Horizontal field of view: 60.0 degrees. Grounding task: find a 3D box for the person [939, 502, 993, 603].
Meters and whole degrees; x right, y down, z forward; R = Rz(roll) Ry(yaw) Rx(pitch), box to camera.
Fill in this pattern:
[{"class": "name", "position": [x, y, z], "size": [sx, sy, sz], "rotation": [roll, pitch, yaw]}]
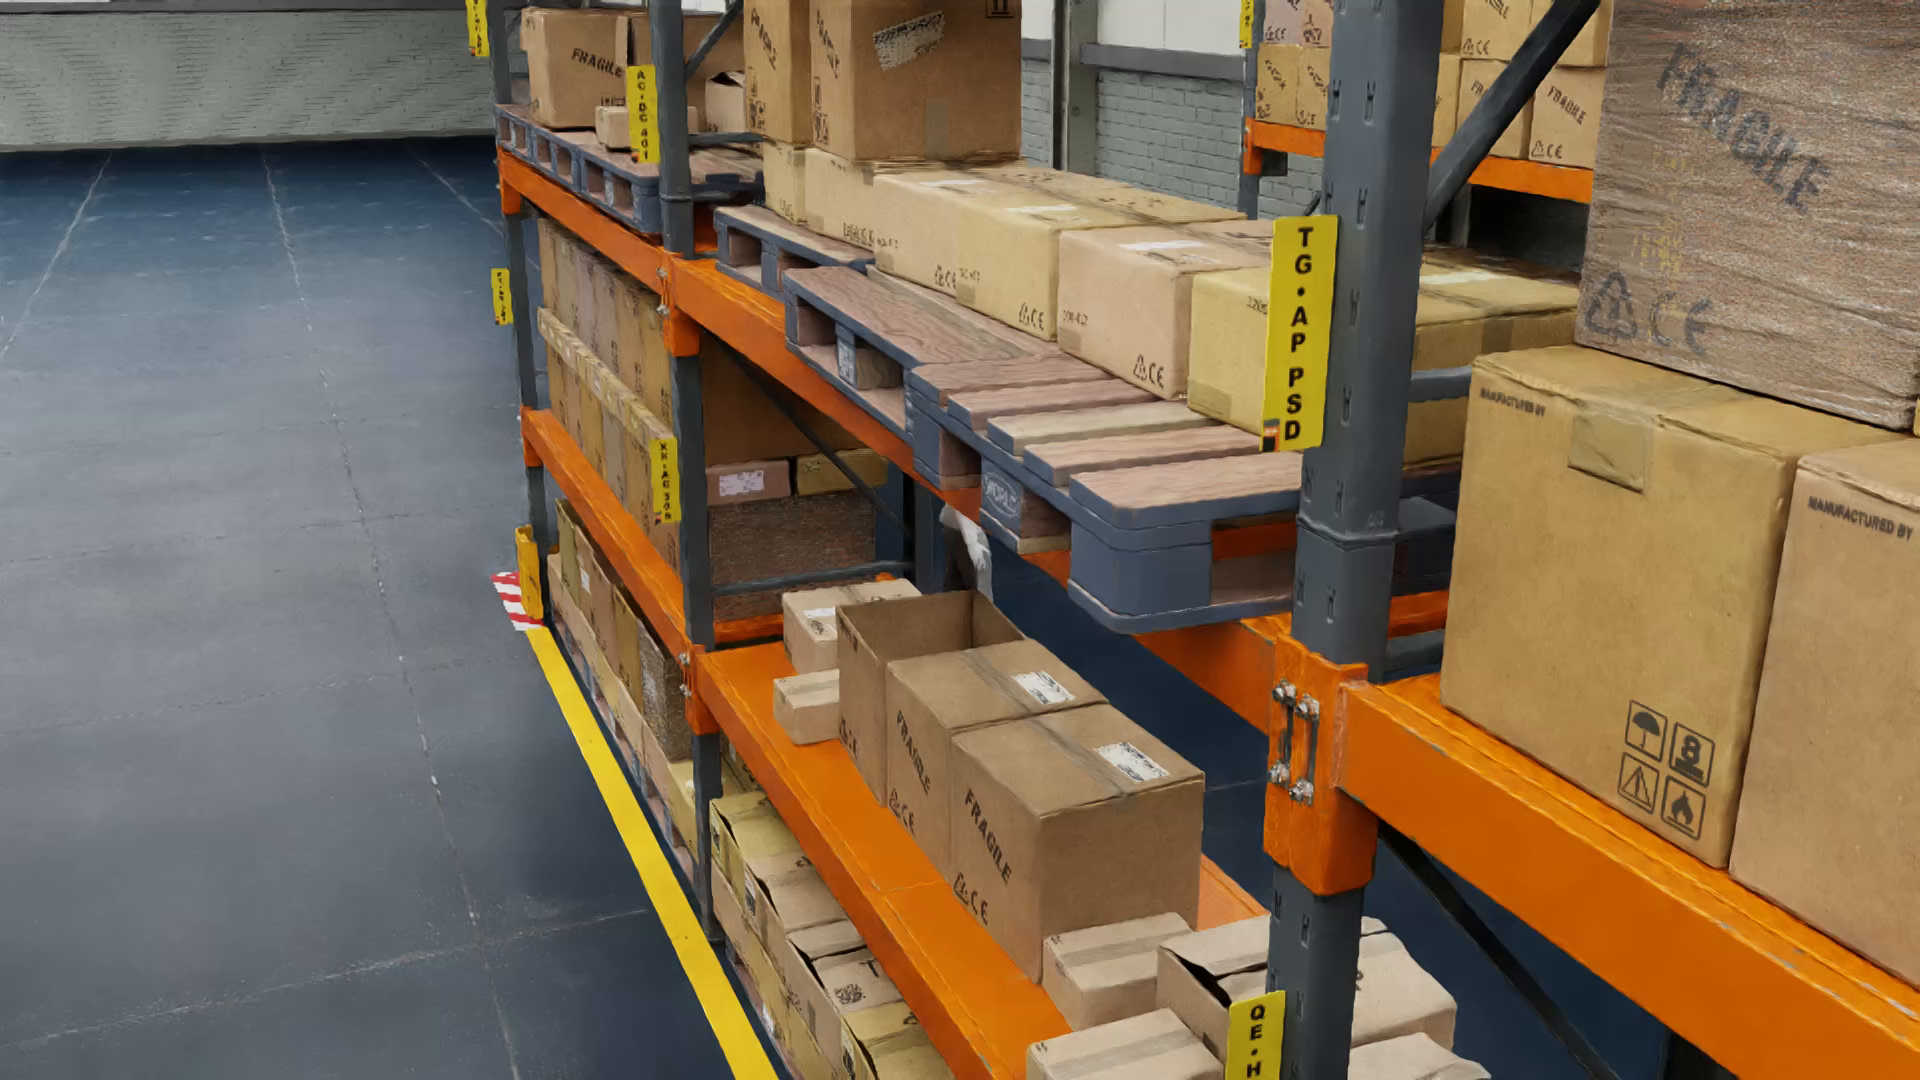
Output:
[{"class": "person", "position": [0.087, -0.044, 9.156], "size": [0.566, 1.667, 0.582], "rotation": [1, 19, 2]}]
